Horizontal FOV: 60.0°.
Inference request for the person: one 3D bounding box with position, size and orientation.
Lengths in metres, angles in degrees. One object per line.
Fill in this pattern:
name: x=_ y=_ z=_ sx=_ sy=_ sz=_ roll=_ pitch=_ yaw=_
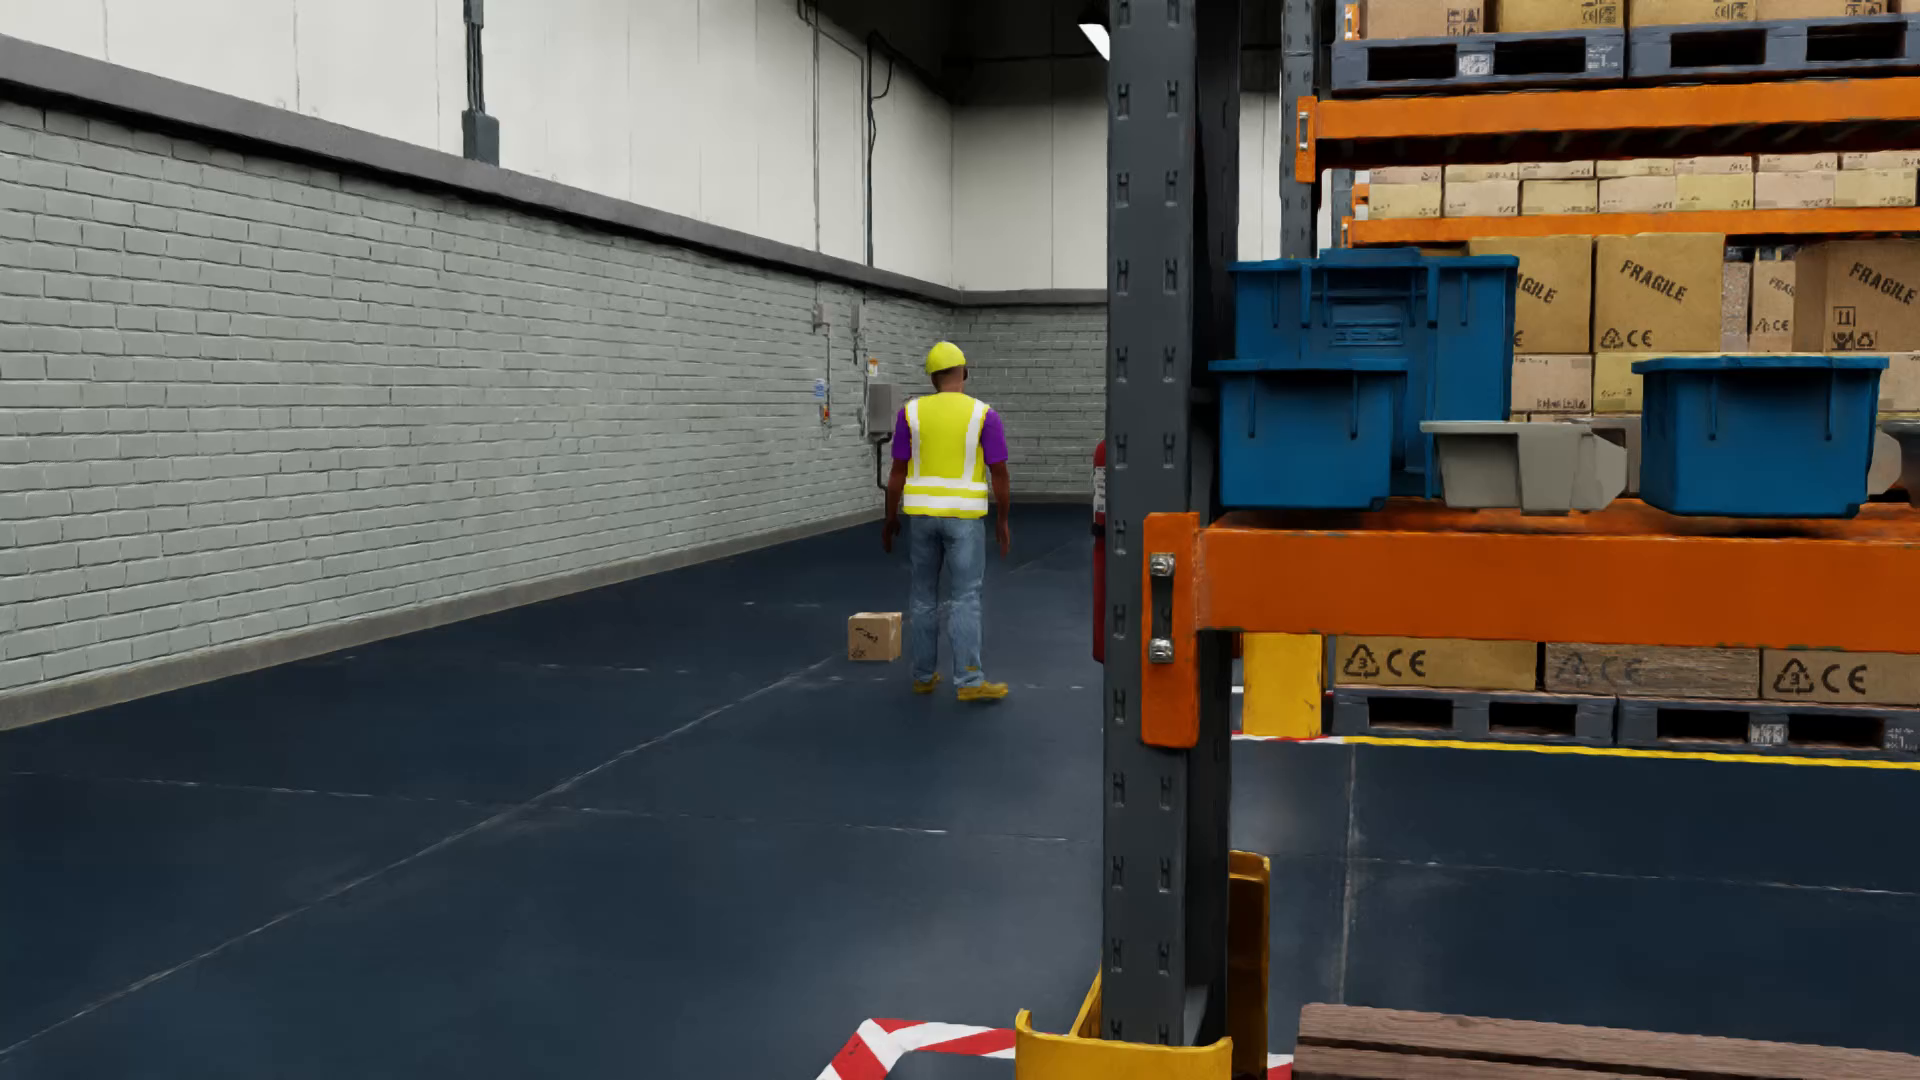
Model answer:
person: x=-0.058 y=-0.106 z=8.352 sx=0.655 sy=1.767 sz=0.495 roll=1 pitch=5 yaw=14
